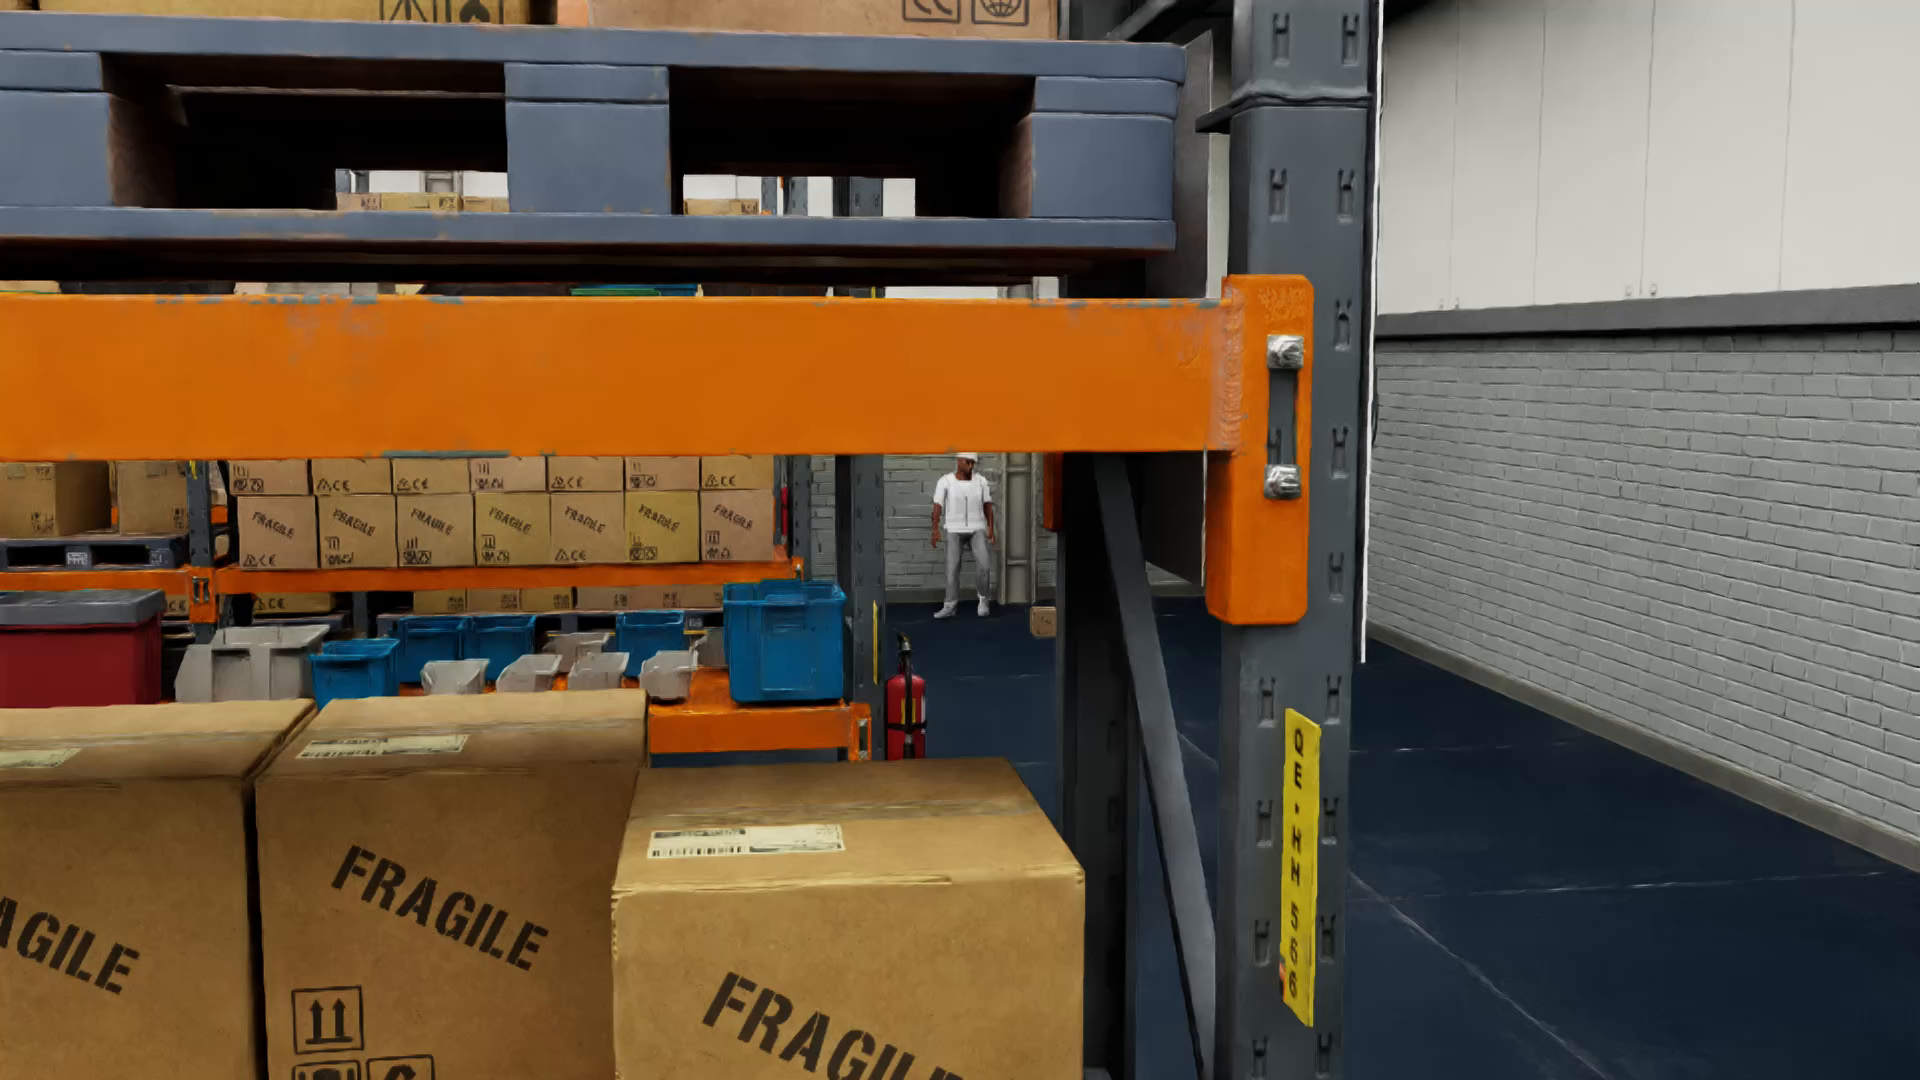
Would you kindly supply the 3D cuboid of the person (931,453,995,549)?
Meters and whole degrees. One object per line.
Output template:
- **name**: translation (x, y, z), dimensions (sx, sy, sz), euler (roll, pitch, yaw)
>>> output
- **person**: translation (0.028, -0.440, 17.165), dimensions (0.665, 1.059, 0.337), euler (-1, 6, -6)
